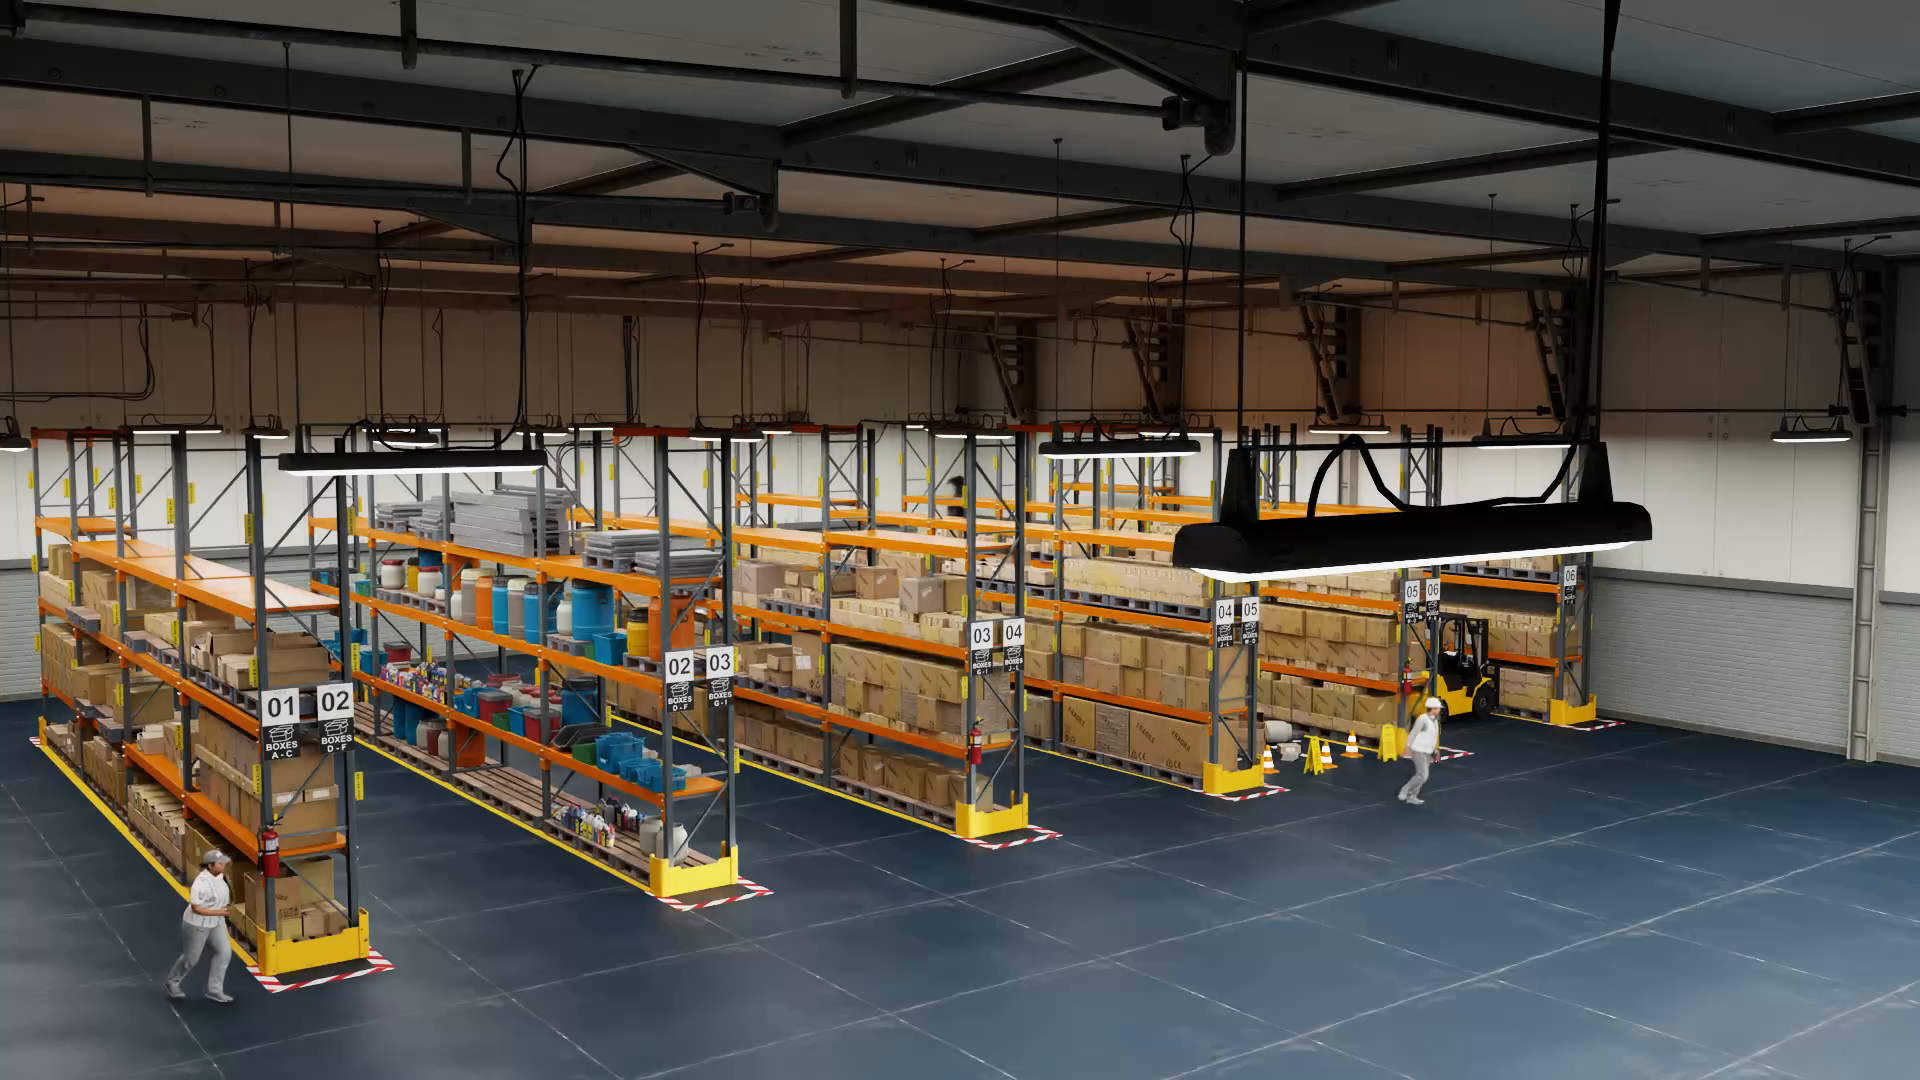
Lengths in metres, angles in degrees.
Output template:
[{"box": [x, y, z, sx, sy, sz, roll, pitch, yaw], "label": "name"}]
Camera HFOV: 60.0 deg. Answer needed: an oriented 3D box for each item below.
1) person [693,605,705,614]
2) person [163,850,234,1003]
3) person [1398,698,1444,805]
[{"box": [-6.445, 2.314, 40.085, 0.703, 1.769, 0.966, 0, 4, 0], "label": "person"}, {"box": [-8.159, 4.128, 17.796, 0.796, 1.671, 0.586, 1, 5, 12], "label": "person"}, {"box": [7.398, 3.380, 26.639, 0.602, 1.732, 0.692, 3, 6, 38], "label": "person"}]
